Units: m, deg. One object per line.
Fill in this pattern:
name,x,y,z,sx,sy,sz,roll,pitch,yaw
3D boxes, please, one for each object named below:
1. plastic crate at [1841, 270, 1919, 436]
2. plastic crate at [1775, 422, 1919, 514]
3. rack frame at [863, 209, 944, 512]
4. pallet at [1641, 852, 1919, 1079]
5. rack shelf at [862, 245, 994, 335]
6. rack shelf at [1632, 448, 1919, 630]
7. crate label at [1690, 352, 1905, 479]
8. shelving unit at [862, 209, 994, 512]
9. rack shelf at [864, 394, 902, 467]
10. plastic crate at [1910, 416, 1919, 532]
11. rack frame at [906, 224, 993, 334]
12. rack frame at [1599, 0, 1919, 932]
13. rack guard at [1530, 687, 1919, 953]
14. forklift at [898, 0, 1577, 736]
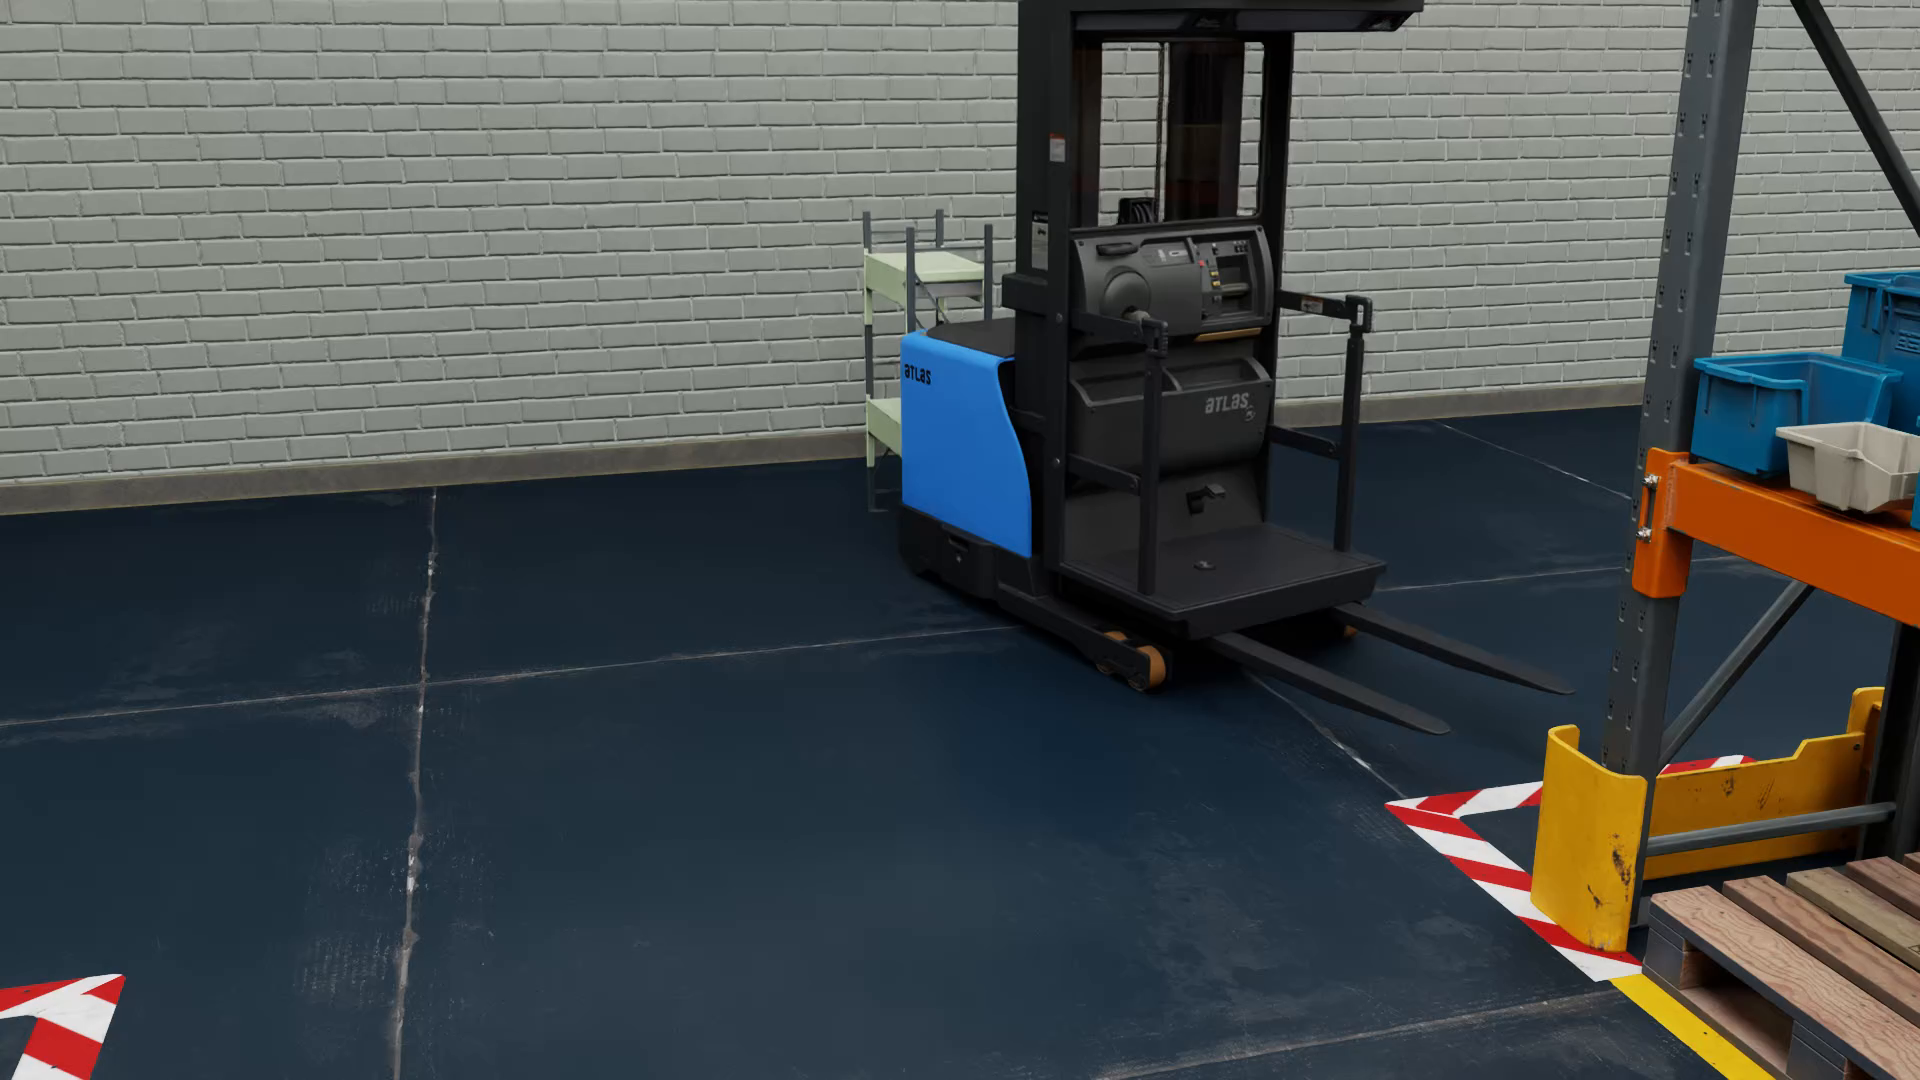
plastic crate,2.468,-0.406,3.925,0.616,0.435,0.499,-5,17,-15
plastic crate,1.956,-0.152,3.597,0.250,0.136,0.298,-5,17,-15
rack frame,-0.275,-0.879,8.271,0.400,1.500,0.023,-5,18,-17
pallet,2.386,1.128,3.830,1.003,0.211,1.213,-5,17,-15
rack shelf,-0.160,-1.153,7.826,0.431,0.370,0.720,-5,18,-17
rack shelf,2.746,0.459,2.460,1.077,0.370,4.000,-5,17,-15
crate label,1.948,-0.293,3.900,0.416,0.233,0.303,-5,17,-15
shelving unit,-0.160,-0.779,7.938,0.431,1.500,0.755,-5,18,-17
rack shelf,-0.160,-0.467,8.032,0.431,0.370,0.720,-5,18,-17
plastic crate,2.129,-0.111,3.294,0.416,0.233,0.300,-5,17,-15
rack frame,-0.045,-0.679,7.606,0.400,1.500,0.023,-5,18,-17
rack frame,2.196,-0.439,4.198,1.000,3.000,0.127,-5,17,-15
rack guard,2.177,0.753,4.577,1.175,0.500,0.348,-5,17,-15
forklift,0.946,-1.004,6.199,1.130,2.935,3.031,-11,20,-31
